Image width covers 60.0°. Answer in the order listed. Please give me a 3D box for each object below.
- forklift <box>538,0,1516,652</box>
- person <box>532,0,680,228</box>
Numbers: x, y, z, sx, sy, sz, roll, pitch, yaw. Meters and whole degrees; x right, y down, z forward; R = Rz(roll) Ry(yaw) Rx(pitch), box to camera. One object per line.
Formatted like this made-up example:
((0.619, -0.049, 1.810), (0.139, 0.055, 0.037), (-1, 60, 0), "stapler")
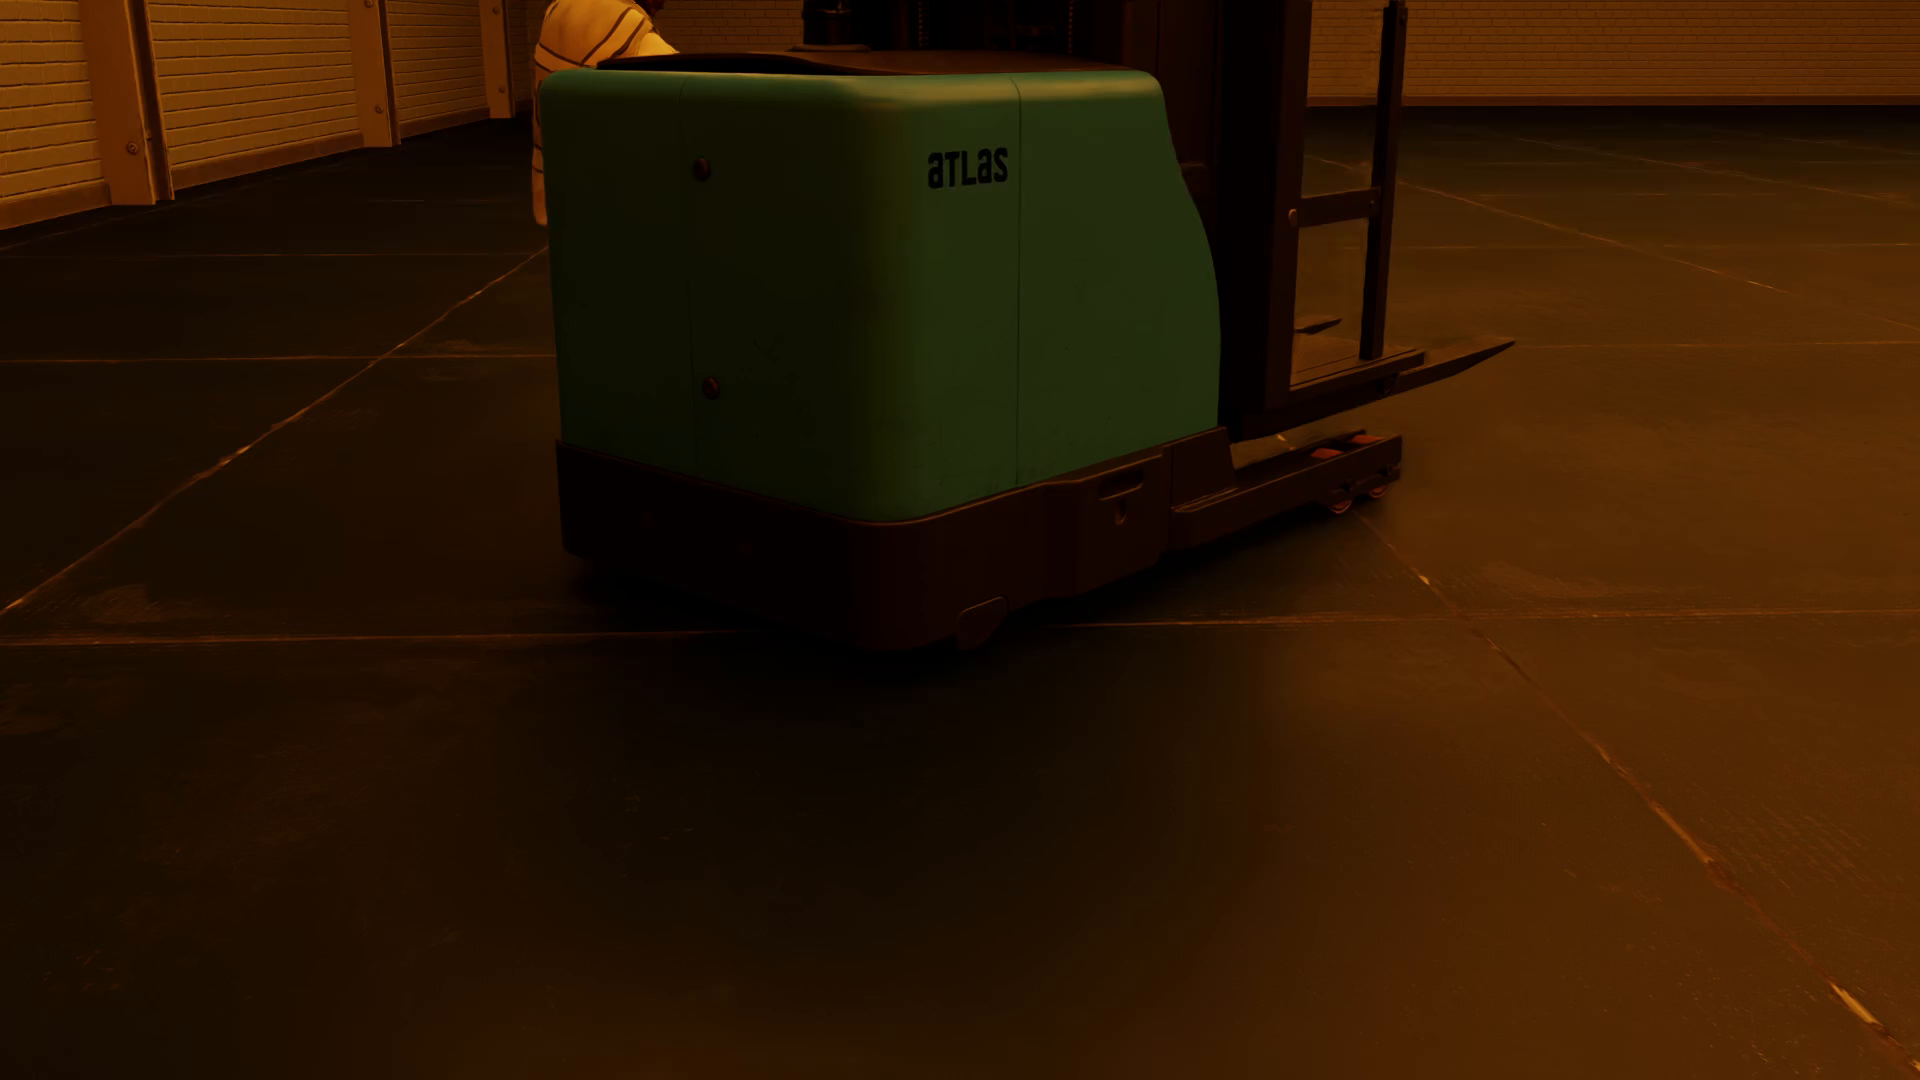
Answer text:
((0.488, -1.551, 3.979), (1.130, 2.935, 3.031), (15, 22, 39), "forklift")
((-0.736, -0.928, 4.472), (0.751, 1.442, 0.858), (-14, 22, -39), "person")
